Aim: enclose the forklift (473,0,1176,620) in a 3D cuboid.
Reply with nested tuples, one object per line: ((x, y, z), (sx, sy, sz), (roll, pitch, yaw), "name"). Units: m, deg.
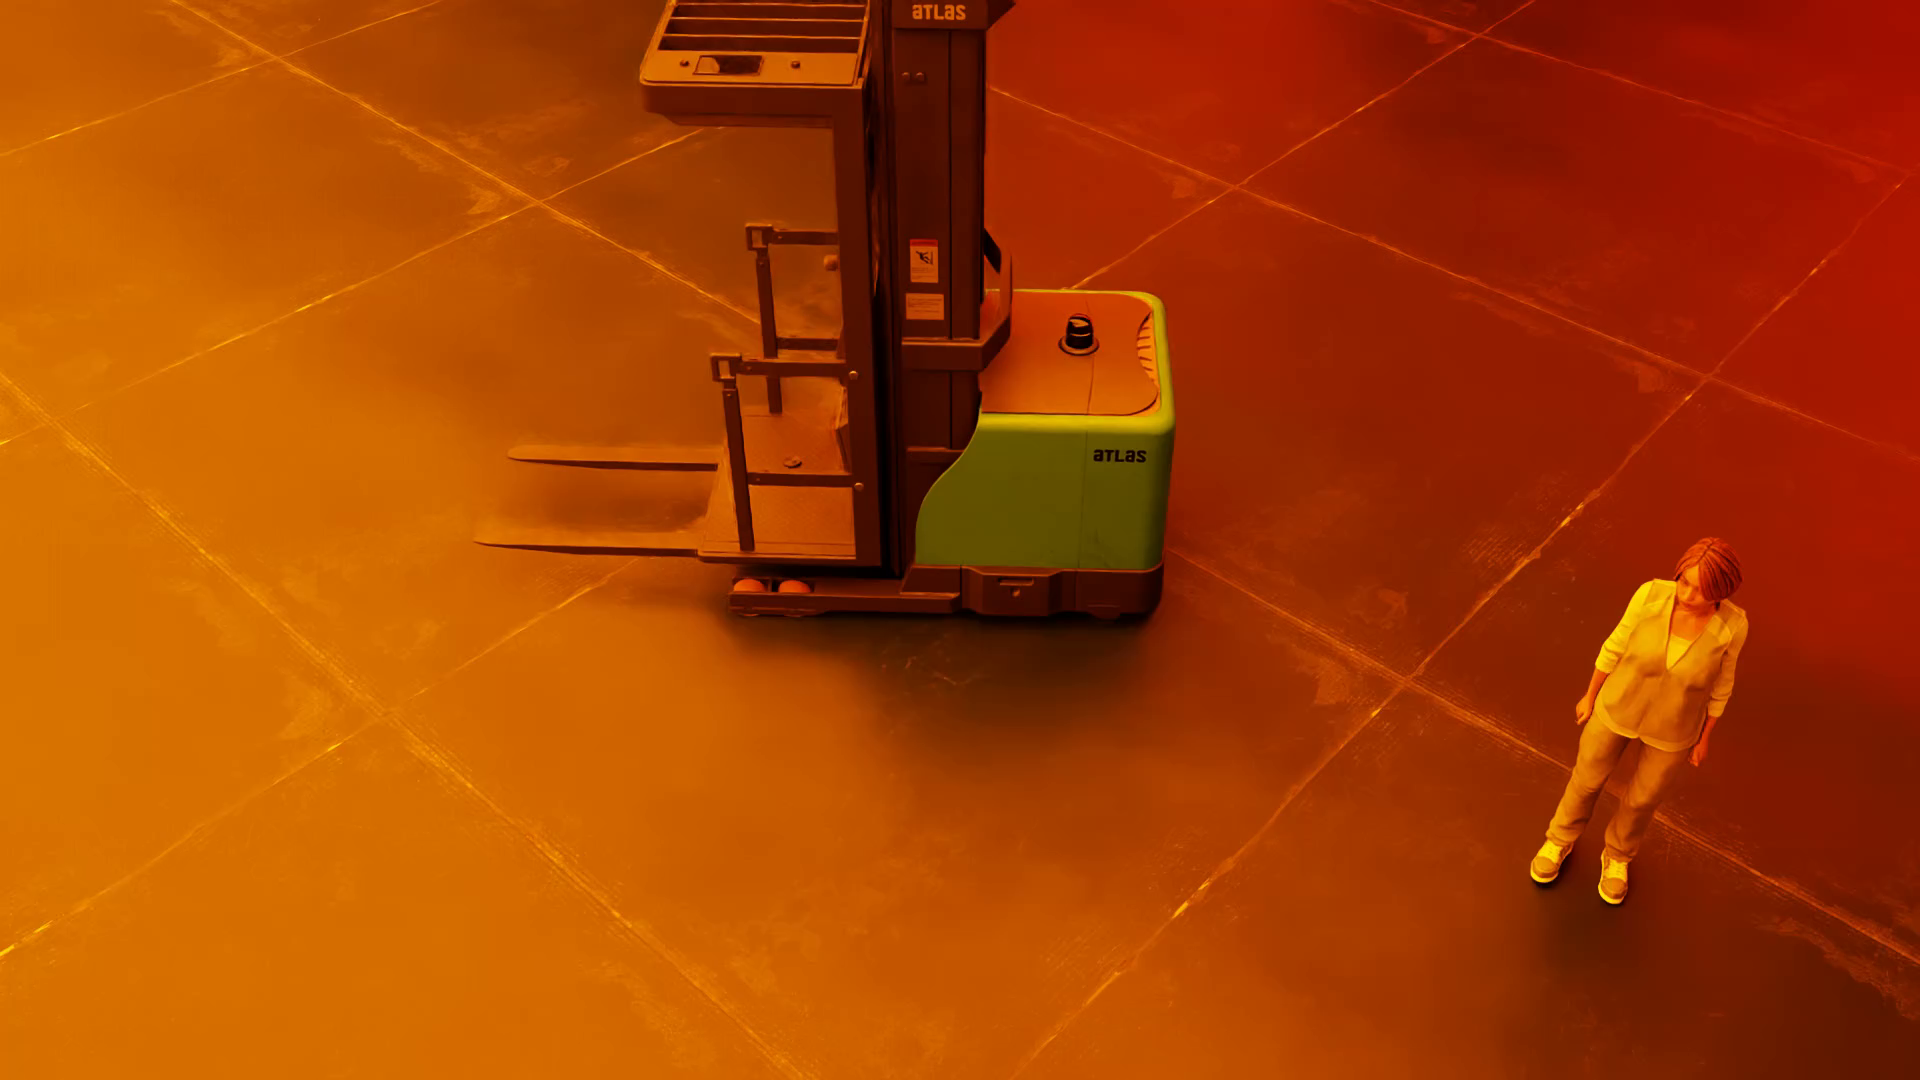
((-0.621, -1.116, 6.729), (3.031, 2.935, 1.130), (1, 41, 2), "forklift")

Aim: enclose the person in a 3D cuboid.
((2.350, 0.633, 5.719), (0.444, 1.595, 0.329), (20, 44, 22), "person")
